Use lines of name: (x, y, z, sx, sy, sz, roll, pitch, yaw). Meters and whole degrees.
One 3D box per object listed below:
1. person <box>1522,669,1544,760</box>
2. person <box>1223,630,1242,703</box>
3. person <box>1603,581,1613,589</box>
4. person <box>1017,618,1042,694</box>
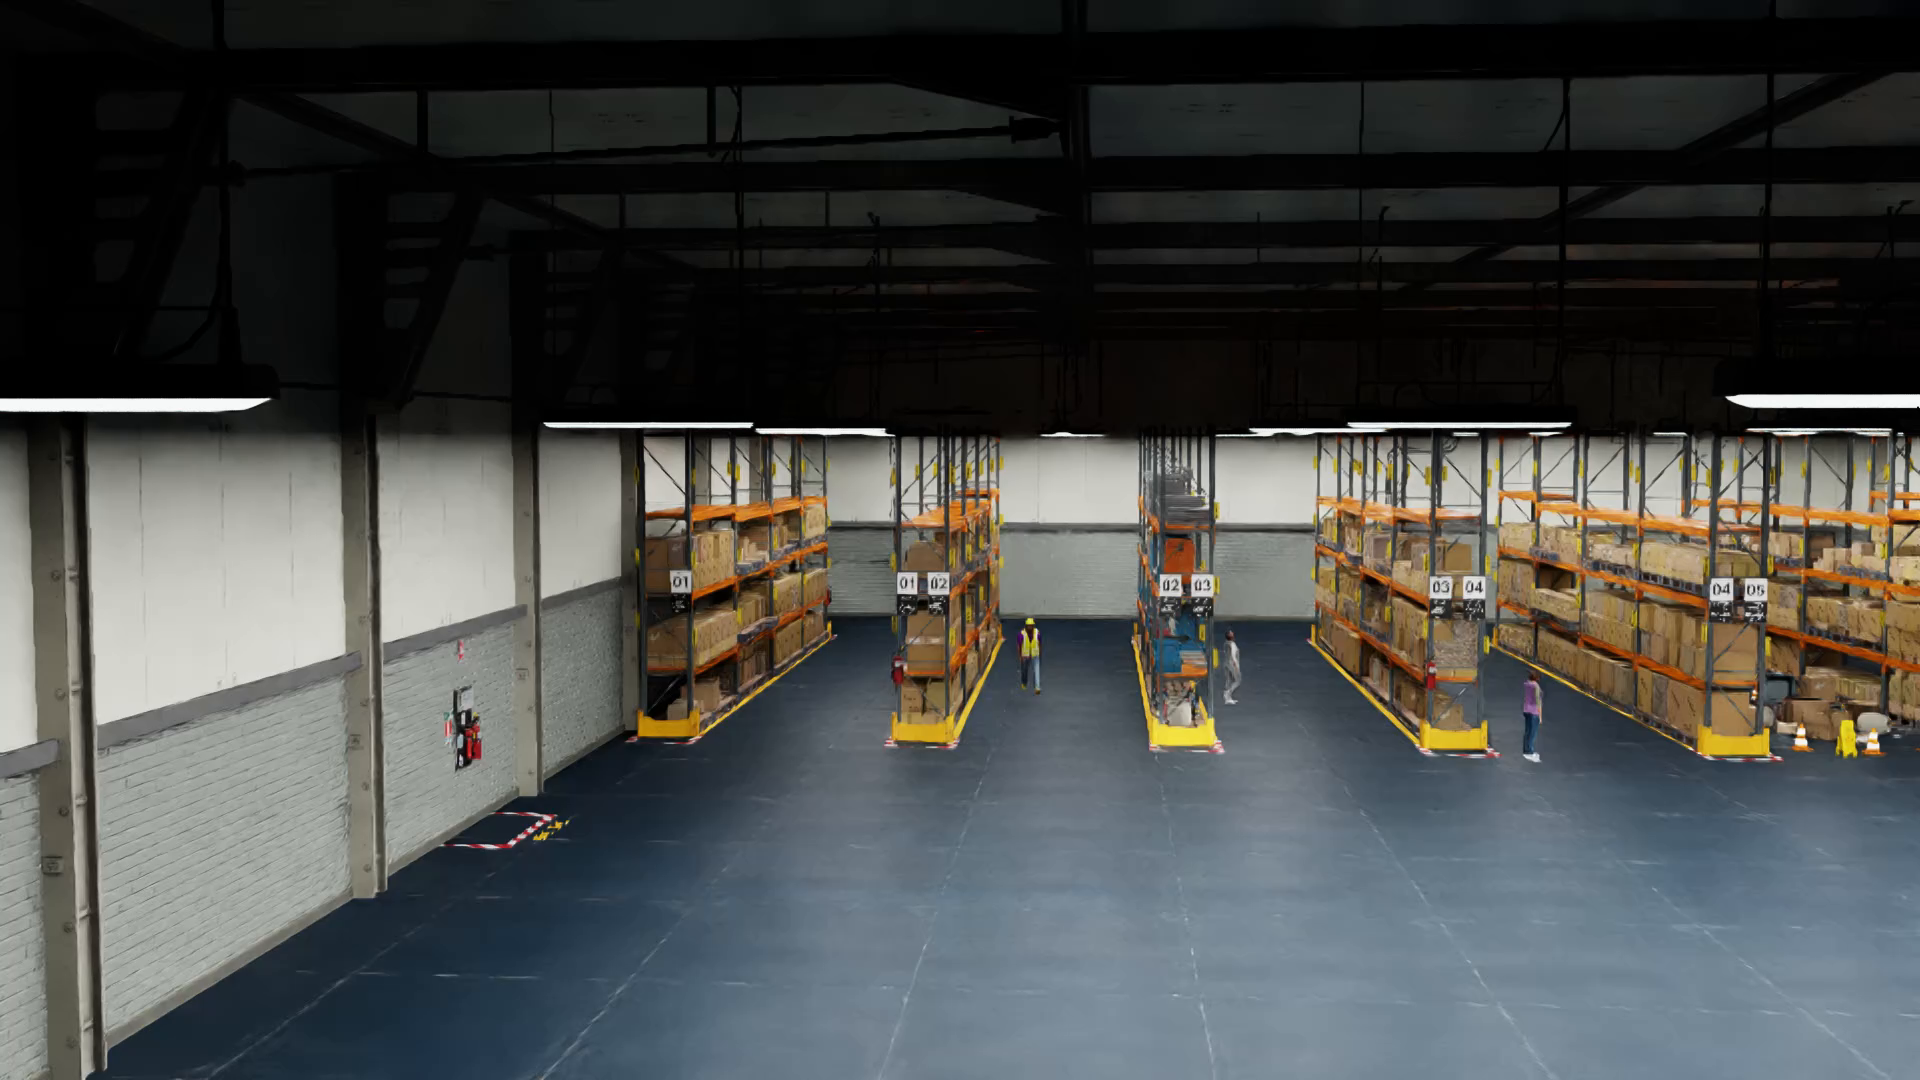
person: (10.239, 3.102, 29.696, 0.321, 1.605, 0.491, -1, 4, -8)
person: (5.843, 2.742, 35.872, 0.380, 1.594, 0.458, -2, 4, -24)
person: (18.654, 1.998, 47.632, 0.594, 1.658, 0.510, -2, 4, -29)
person: (1.571, 2.586, 37.448, 0.598, 1.690, 1.094, 0, 3, -4)
